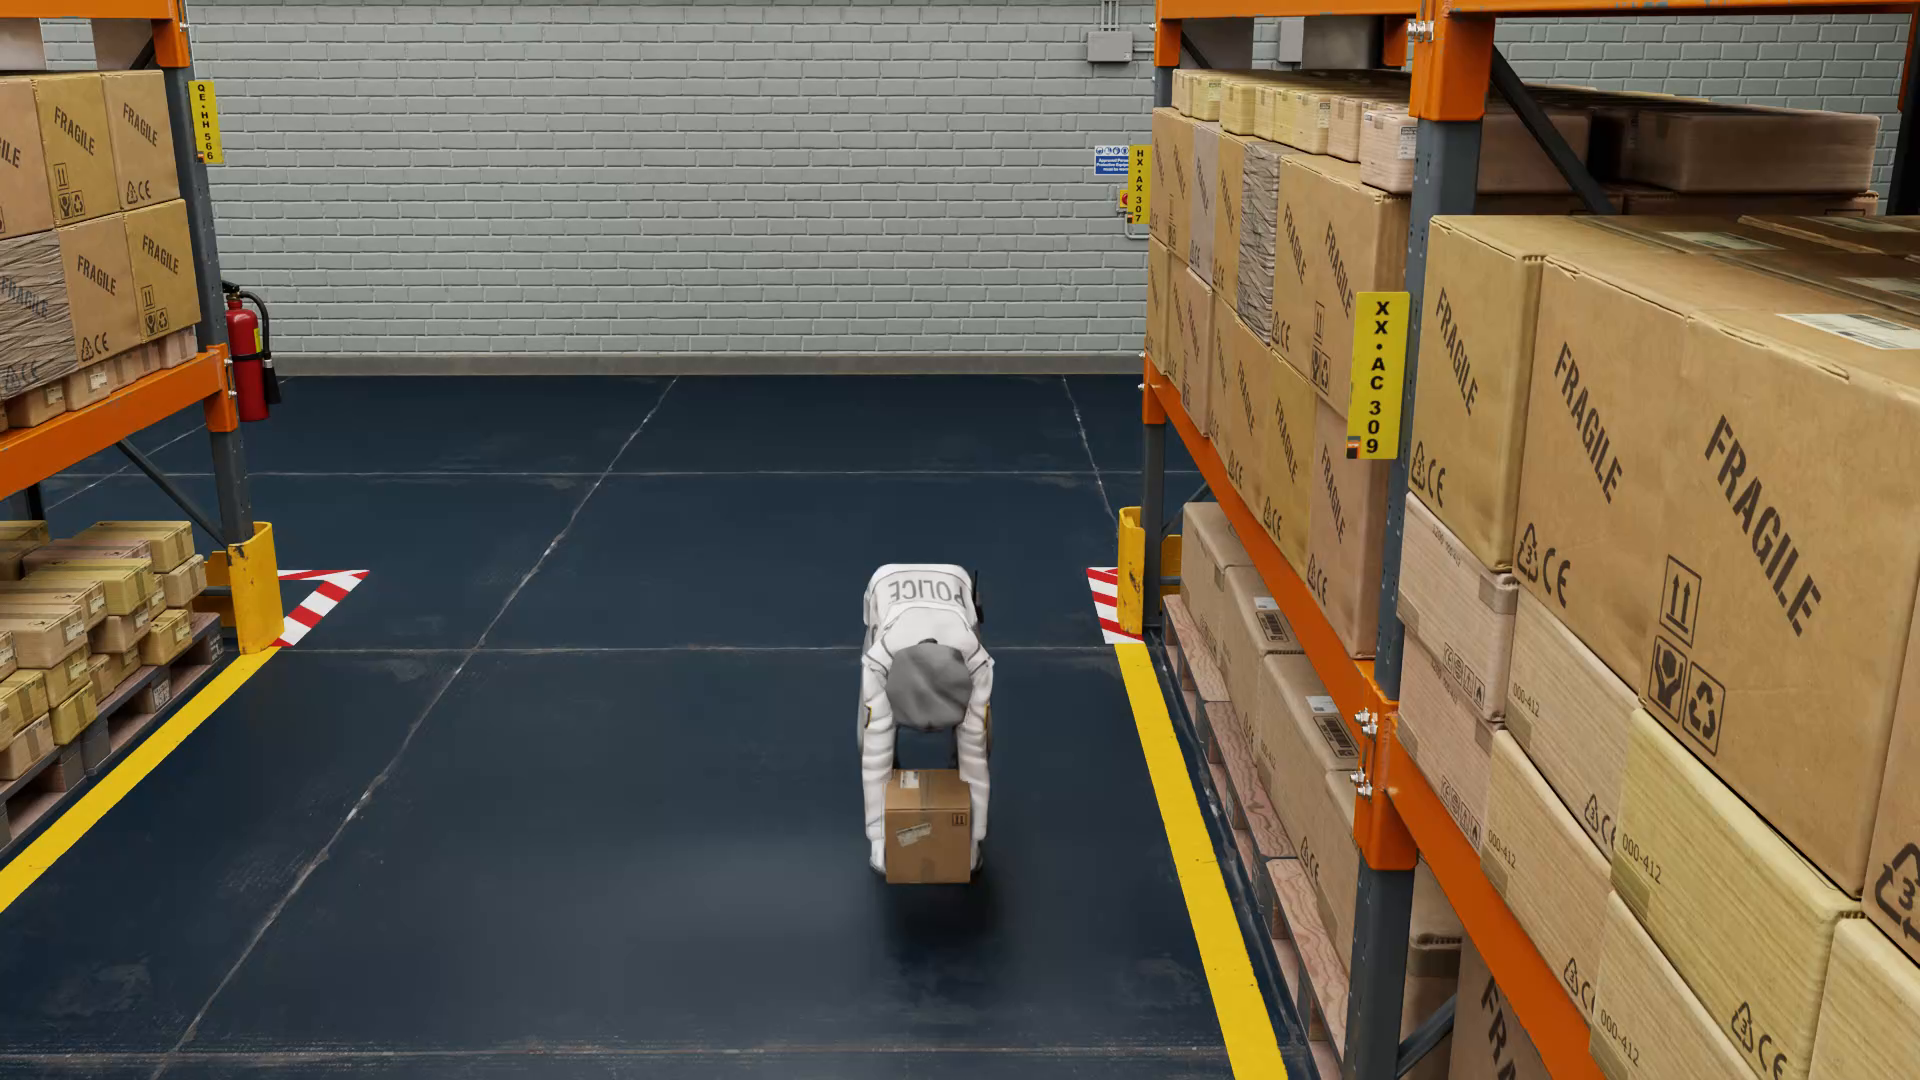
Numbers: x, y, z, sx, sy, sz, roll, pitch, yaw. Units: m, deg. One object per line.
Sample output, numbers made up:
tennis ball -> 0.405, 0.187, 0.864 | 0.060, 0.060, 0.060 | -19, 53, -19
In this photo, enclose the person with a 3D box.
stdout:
person -> -0.103, 0.627, 5.143 | 0.433, 1.005, 0.917 | -1, 17, -3
